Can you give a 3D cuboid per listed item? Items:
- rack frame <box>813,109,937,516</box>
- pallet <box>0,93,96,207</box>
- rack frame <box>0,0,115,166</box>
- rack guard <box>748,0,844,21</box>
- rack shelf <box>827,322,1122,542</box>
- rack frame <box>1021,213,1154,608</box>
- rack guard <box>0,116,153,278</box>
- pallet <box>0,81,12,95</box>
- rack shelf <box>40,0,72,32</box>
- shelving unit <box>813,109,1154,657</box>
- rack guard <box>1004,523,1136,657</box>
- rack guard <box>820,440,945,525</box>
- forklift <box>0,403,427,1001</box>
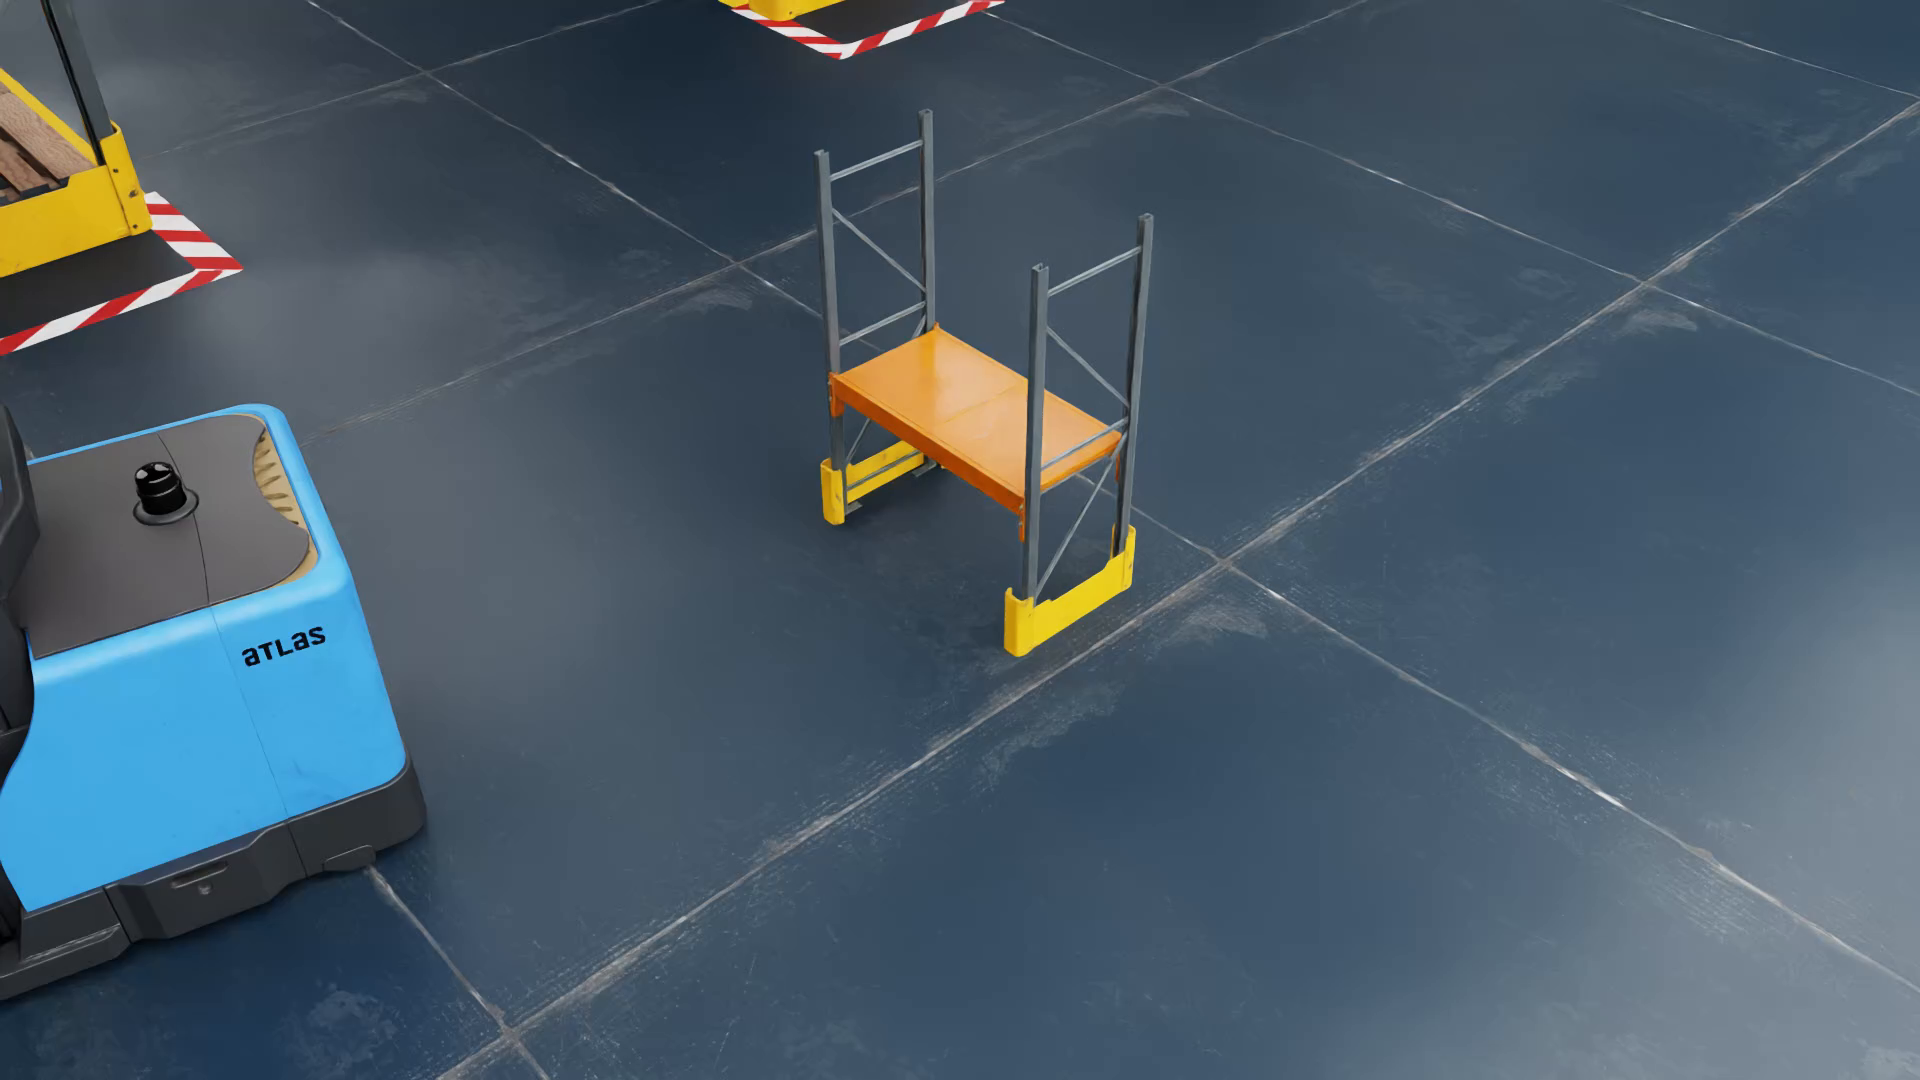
[{"bbox_3d":[-0.286,-0.779,6.021,0.500,1.500,0.032,-30,48,-32],"label":"rack frame"},{"bbox_3d":[-5.023,-1.822,8.337,1.003,0.211,1.213,-30,48,-32],"label":"pallet"},{"bbox_3d":[-4.391,-2.513,6.974,1.000,3.000,0.127,-30,48,-32],"label":"rack frame"},{"bbox_3d":[-0.795,-3.680,10.409,1.175,0.500,0.348,-30,48,-32],"label":"rack guard"},{"bbox_3d":[0.058,-0.404,5.843,0.538,0.185,1.000,-30,48,-32],"label":"rack shelf"},{"bbox_3d":[0.402,-0.309,5.439,0.500,1.500,0.032,-30,48,-32],"label":"rack frame"},{"bbox_3d":[-4.477,-1.556,7.778,1.175,0.500,0.348,-30,48,-32],"label":"rack guard"},{"bbox_3d":[-5.844,-2.386,9.036,1.003,0.211,1.213,-30,48,-32],"label":"pallet"},{"bbox_3d":[-5.744,-3.159,8.346,1.077,0.370,4.000,-30,48,-32],"label":"rack shelf"},{"bbox_3d":[0.052,-0.548,5.735,0.587,1.500,1.083,-30,48,-32],"label":"shelving unit"},{"bbox_3d":[0.388,0.169,5.842,0.587,0.250,0.087,-30,48,-32],"label":"rack guard"},{"bbox_3d":[-0.285,-0.292,6.413,0.587,0.250,0.087,-30,48,-32],"label":"rack guard"},{"bbox_3d":[-3.172,-0.031,3.955,3.031,2.935,1.130,-19,43,-22],"label":"forklift"}]
